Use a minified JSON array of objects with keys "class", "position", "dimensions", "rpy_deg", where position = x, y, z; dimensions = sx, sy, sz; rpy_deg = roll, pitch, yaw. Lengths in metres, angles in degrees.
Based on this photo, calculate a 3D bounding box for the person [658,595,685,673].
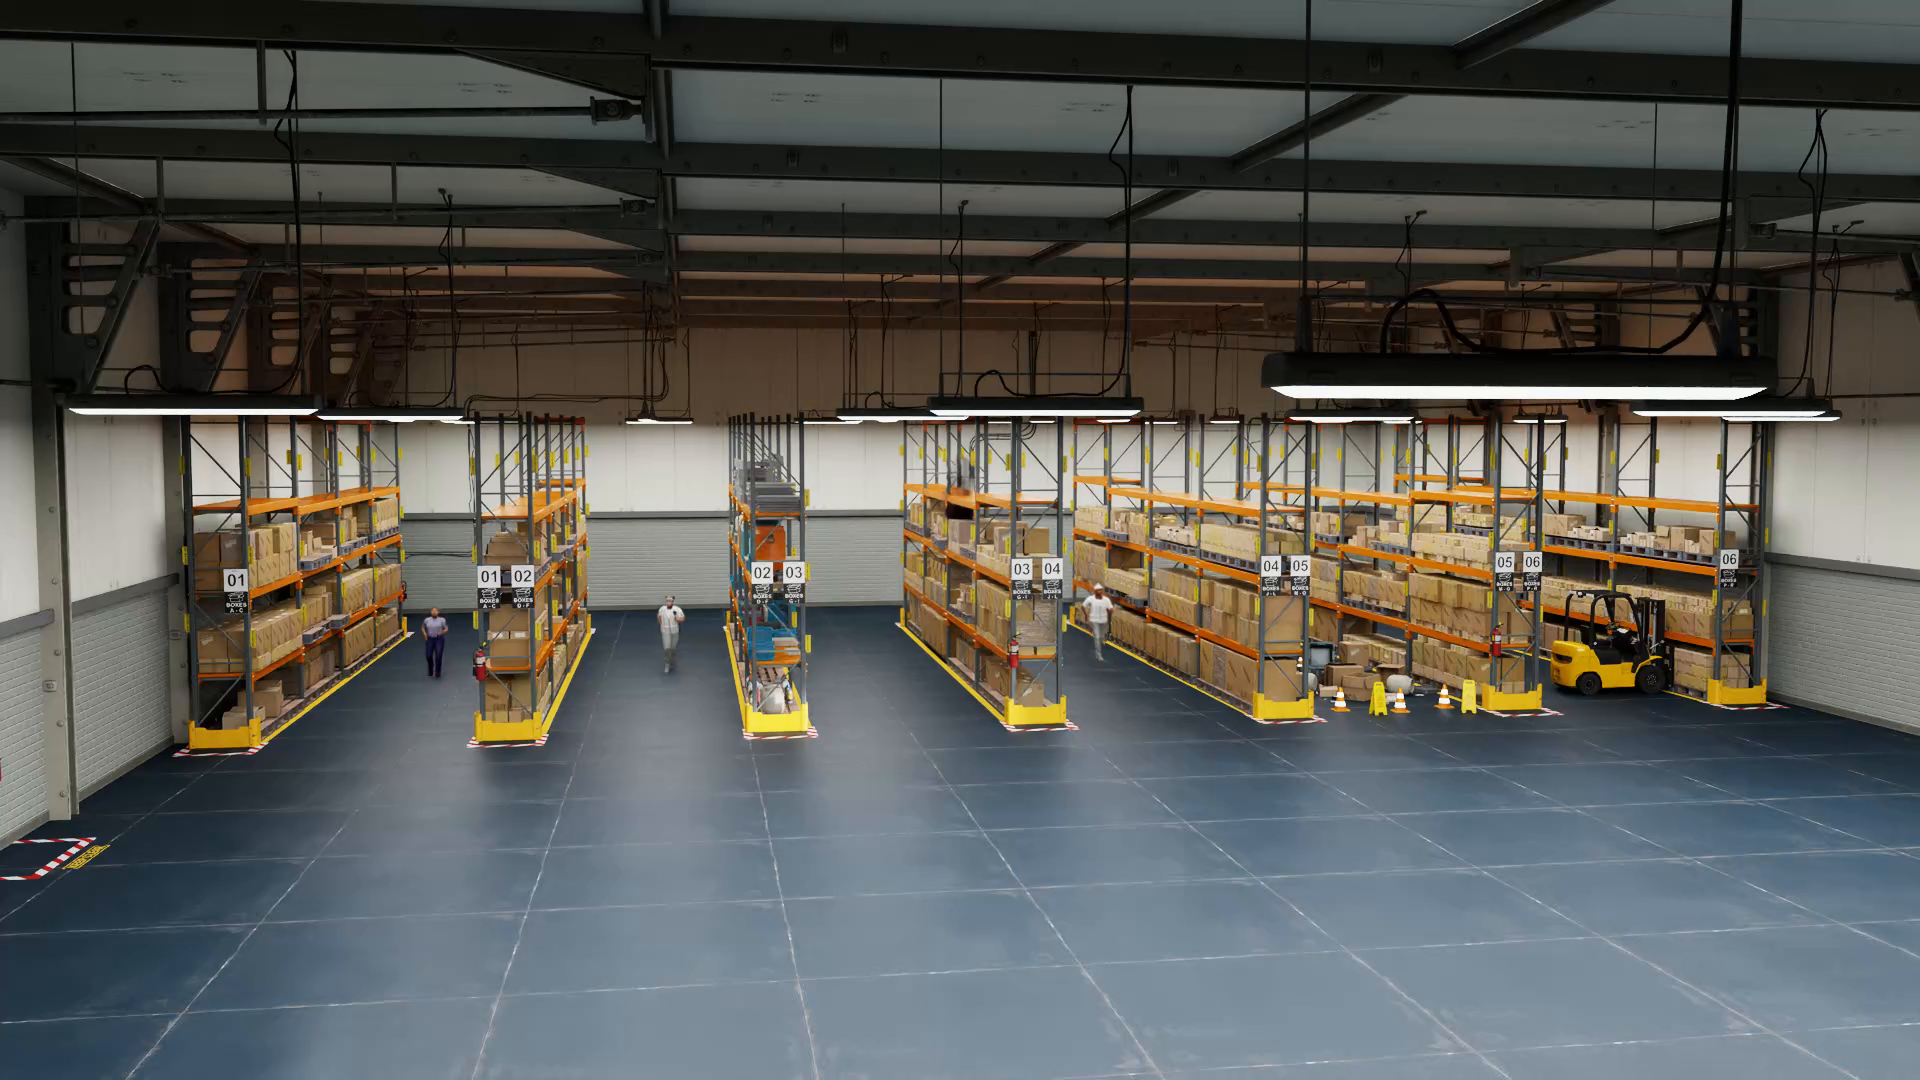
[{"class":"person","position":[-6.771,2.205,39.022],"dimensions":[0.626,1.863,0.785],"rpy_deg":[-1,4,-11]}]

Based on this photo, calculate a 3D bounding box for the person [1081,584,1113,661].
[{"class":"person","position":[3.229,1.924,38.689],"dimensions":[0.710,1.794,0.902],"rpy_deg":[-1,4,-14]}]

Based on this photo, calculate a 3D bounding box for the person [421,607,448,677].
[{"class":"person","position":[-11.981,2.336,37.911],"dimensions":[0.591,1.618,0.573],"rpy_deg":[-1,4,-14]}]
